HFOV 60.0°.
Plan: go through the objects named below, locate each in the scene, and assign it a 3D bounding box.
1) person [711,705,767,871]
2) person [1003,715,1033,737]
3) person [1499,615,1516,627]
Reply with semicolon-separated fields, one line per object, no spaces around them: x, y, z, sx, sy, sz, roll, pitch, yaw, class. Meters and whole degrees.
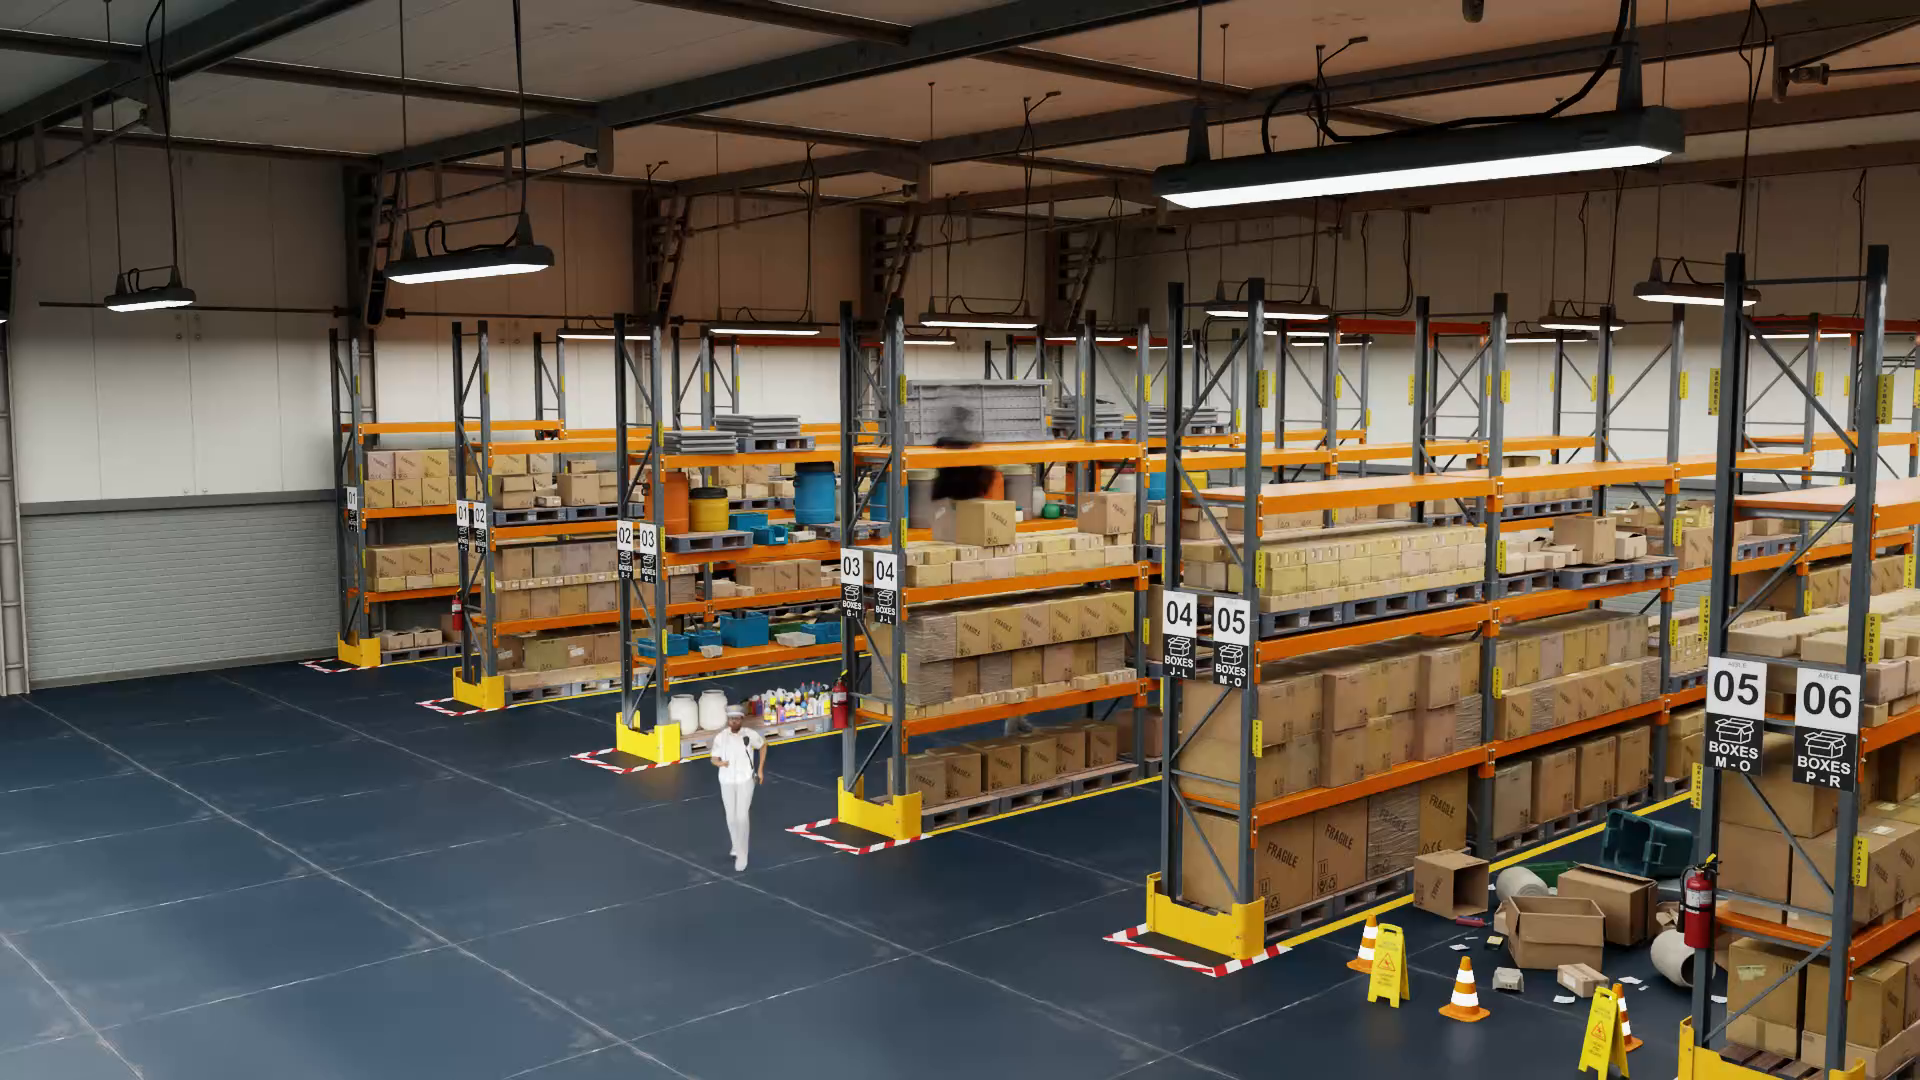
-2.355;2.591;17.556;0.534;1.739;0.726;0;6;5;person
0.744;2.019;22.522;0.665;1.760;0.980;5;8;43;person
8.128;1.865;24.678;0.830;1.760;0.665;-6;8;-44;person
